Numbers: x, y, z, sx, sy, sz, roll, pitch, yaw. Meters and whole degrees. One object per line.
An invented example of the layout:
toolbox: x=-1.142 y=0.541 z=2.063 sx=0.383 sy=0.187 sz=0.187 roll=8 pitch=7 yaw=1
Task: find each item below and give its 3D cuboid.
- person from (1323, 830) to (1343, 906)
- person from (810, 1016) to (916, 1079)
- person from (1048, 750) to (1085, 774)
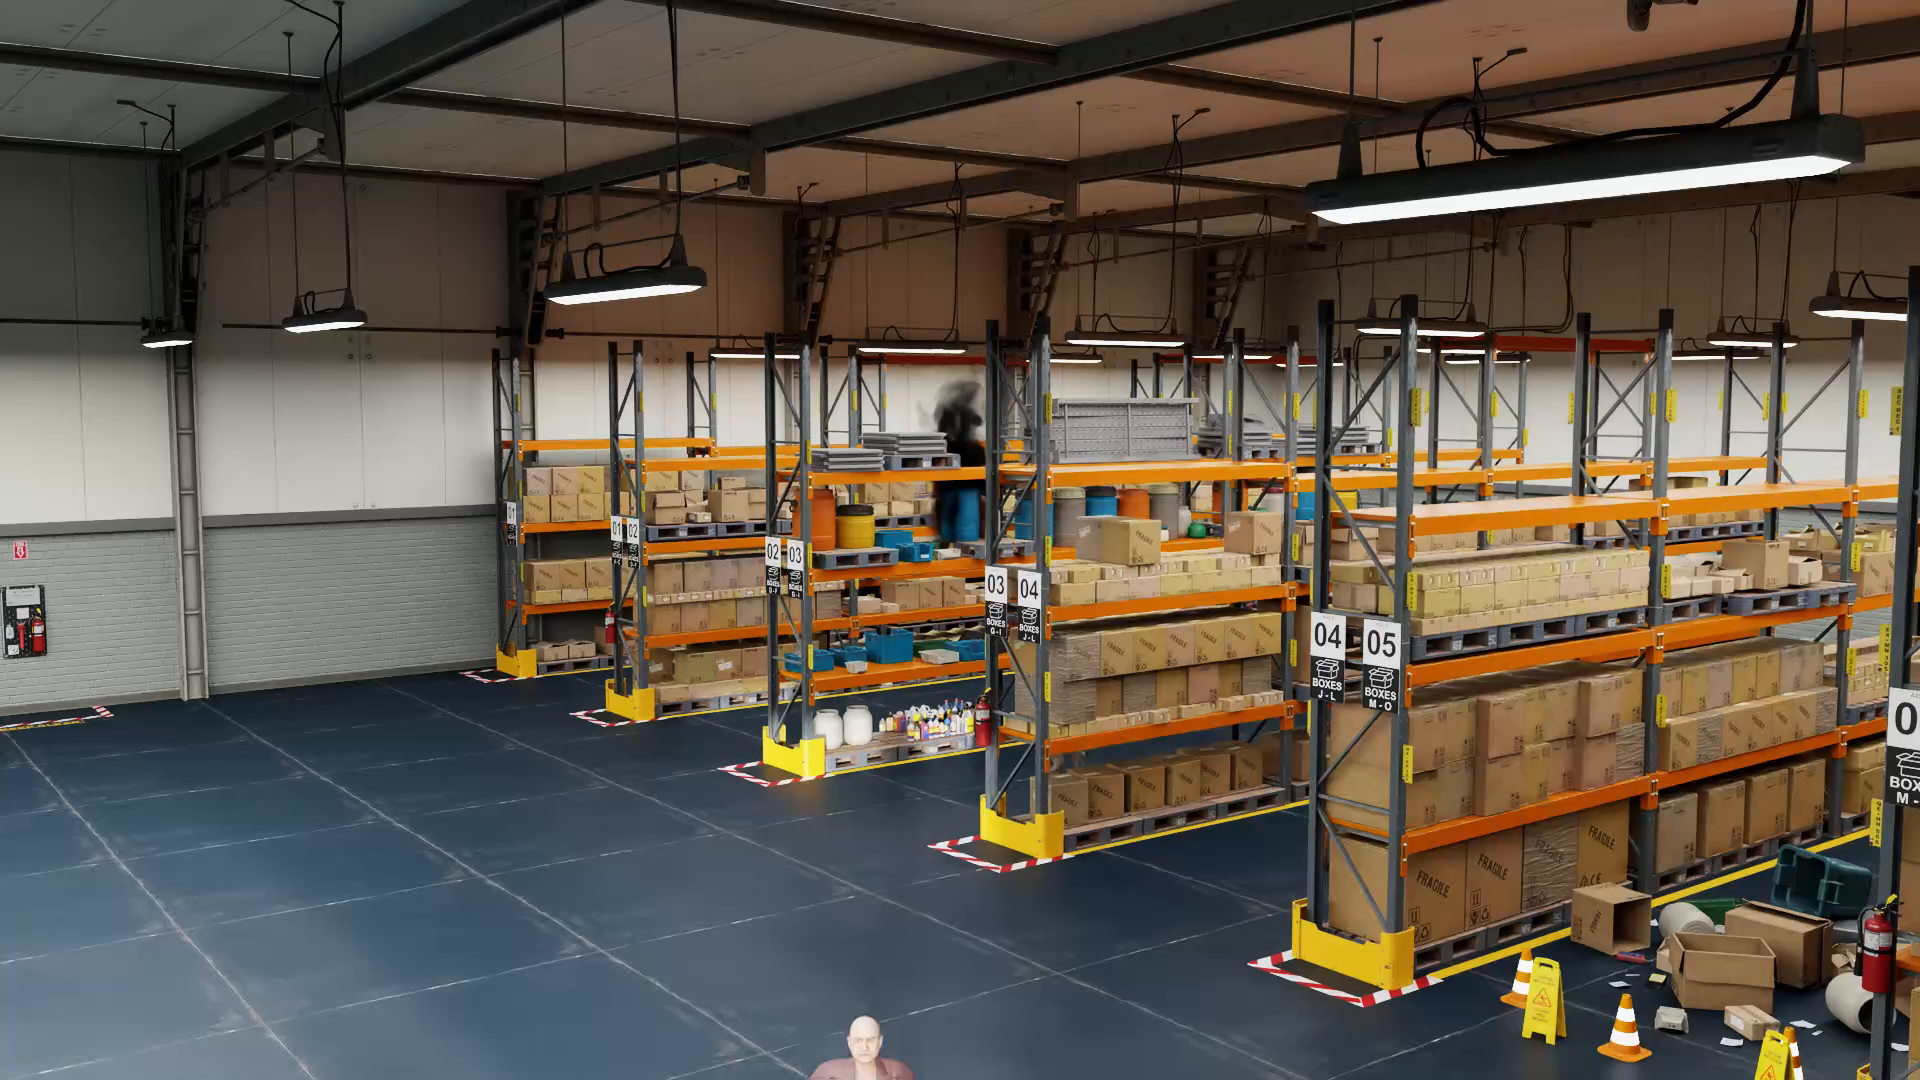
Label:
person: x=3.809 y=2.894 z=16.797 sx=0.574 sy=1.612 sz=0.558 roll=5 pitch=7 yaw=43
person: x=-0.538 y=3.488 z=9.231 sx=0.694 sy=1.730 sz=0.632 roll=-1 pitch=5 yaw=-6
person: x=1.314 y=2.205 z=21.334 sx=0.577 sy=1.644 sz=0.661 roll=-4 pitch=6 yaw=-36
